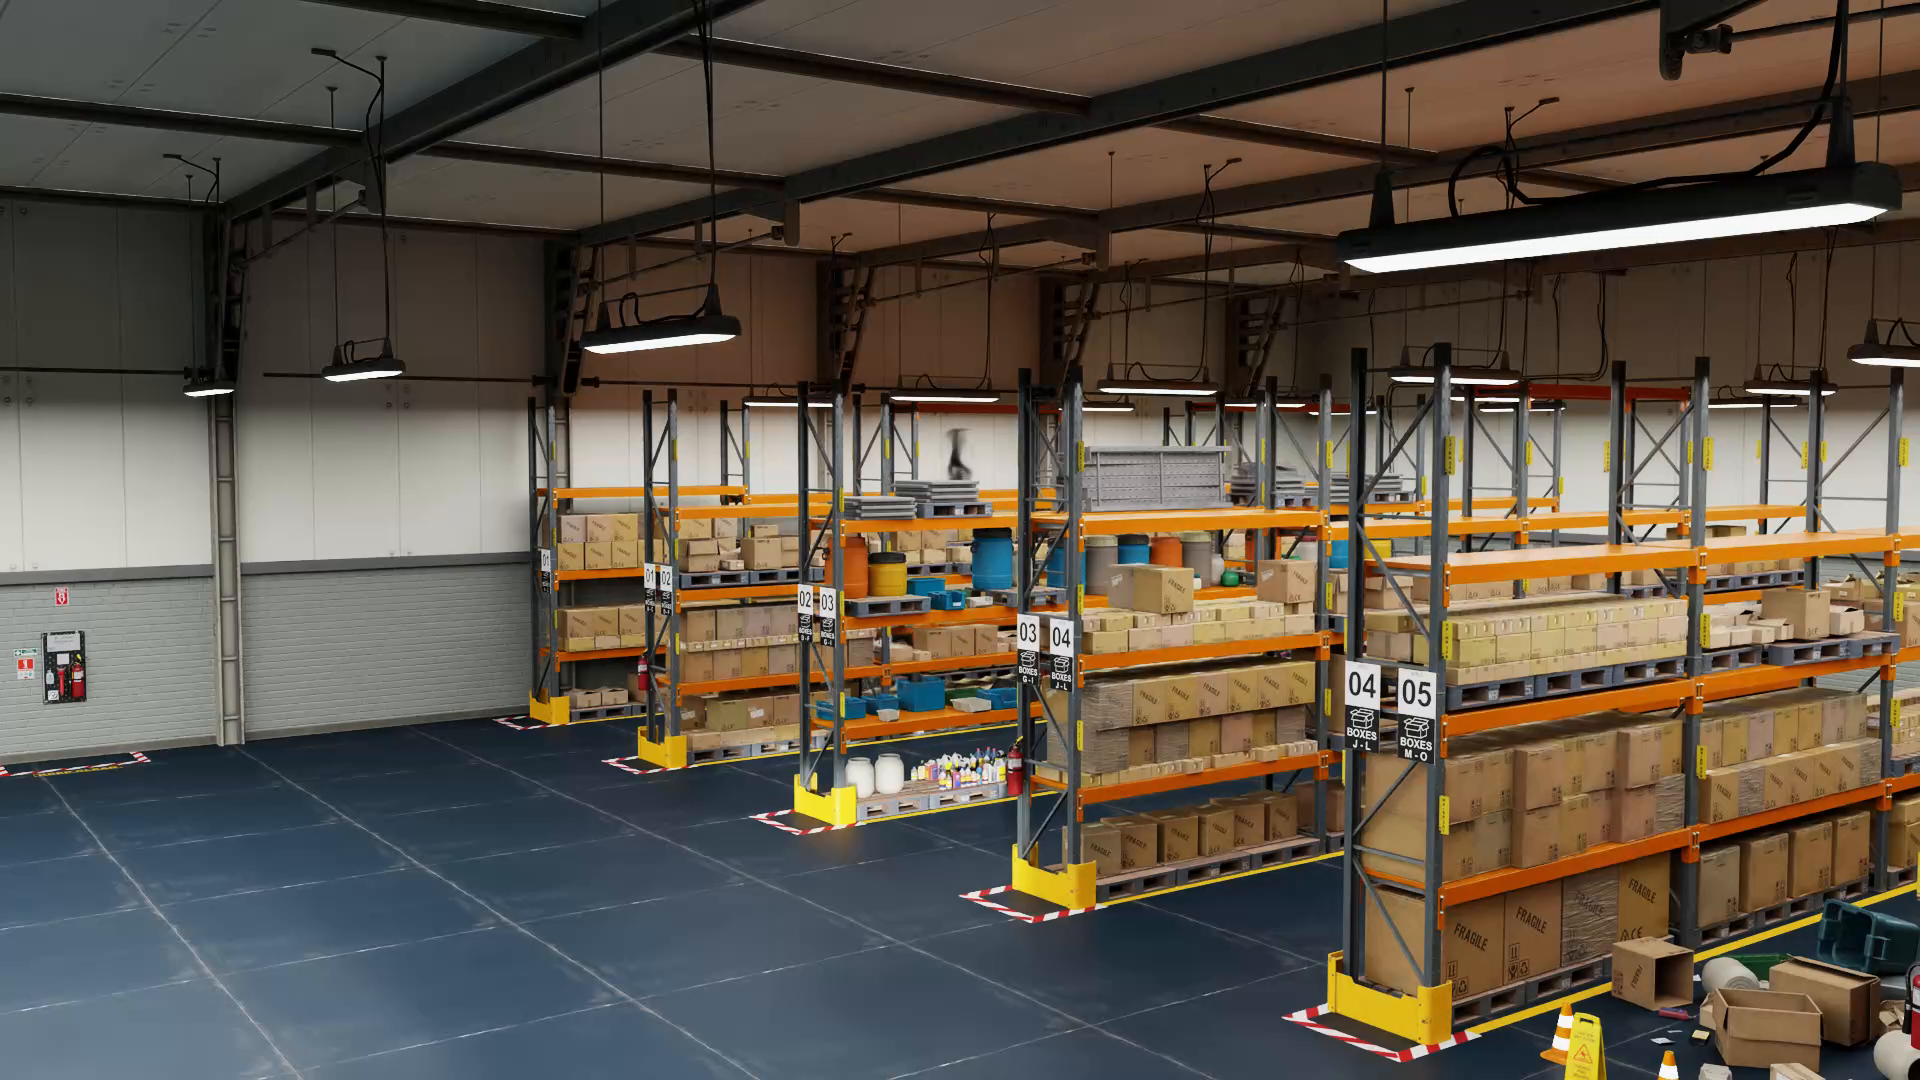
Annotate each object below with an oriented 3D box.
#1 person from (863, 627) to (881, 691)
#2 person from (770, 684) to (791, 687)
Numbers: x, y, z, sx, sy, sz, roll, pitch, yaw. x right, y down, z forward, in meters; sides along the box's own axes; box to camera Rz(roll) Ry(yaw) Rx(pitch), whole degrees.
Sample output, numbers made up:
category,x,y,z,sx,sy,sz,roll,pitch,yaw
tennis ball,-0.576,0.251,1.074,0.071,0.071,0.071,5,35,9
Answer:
category,x,y,z,sx,sy,sz,roll,pitch,yaw
person,-1.562,2.434,31.846,0.597,1.721,0.715,-3,4,-37
person,-3.296,2.608,29.872,0.735,1.592,0.870,3,4,37
